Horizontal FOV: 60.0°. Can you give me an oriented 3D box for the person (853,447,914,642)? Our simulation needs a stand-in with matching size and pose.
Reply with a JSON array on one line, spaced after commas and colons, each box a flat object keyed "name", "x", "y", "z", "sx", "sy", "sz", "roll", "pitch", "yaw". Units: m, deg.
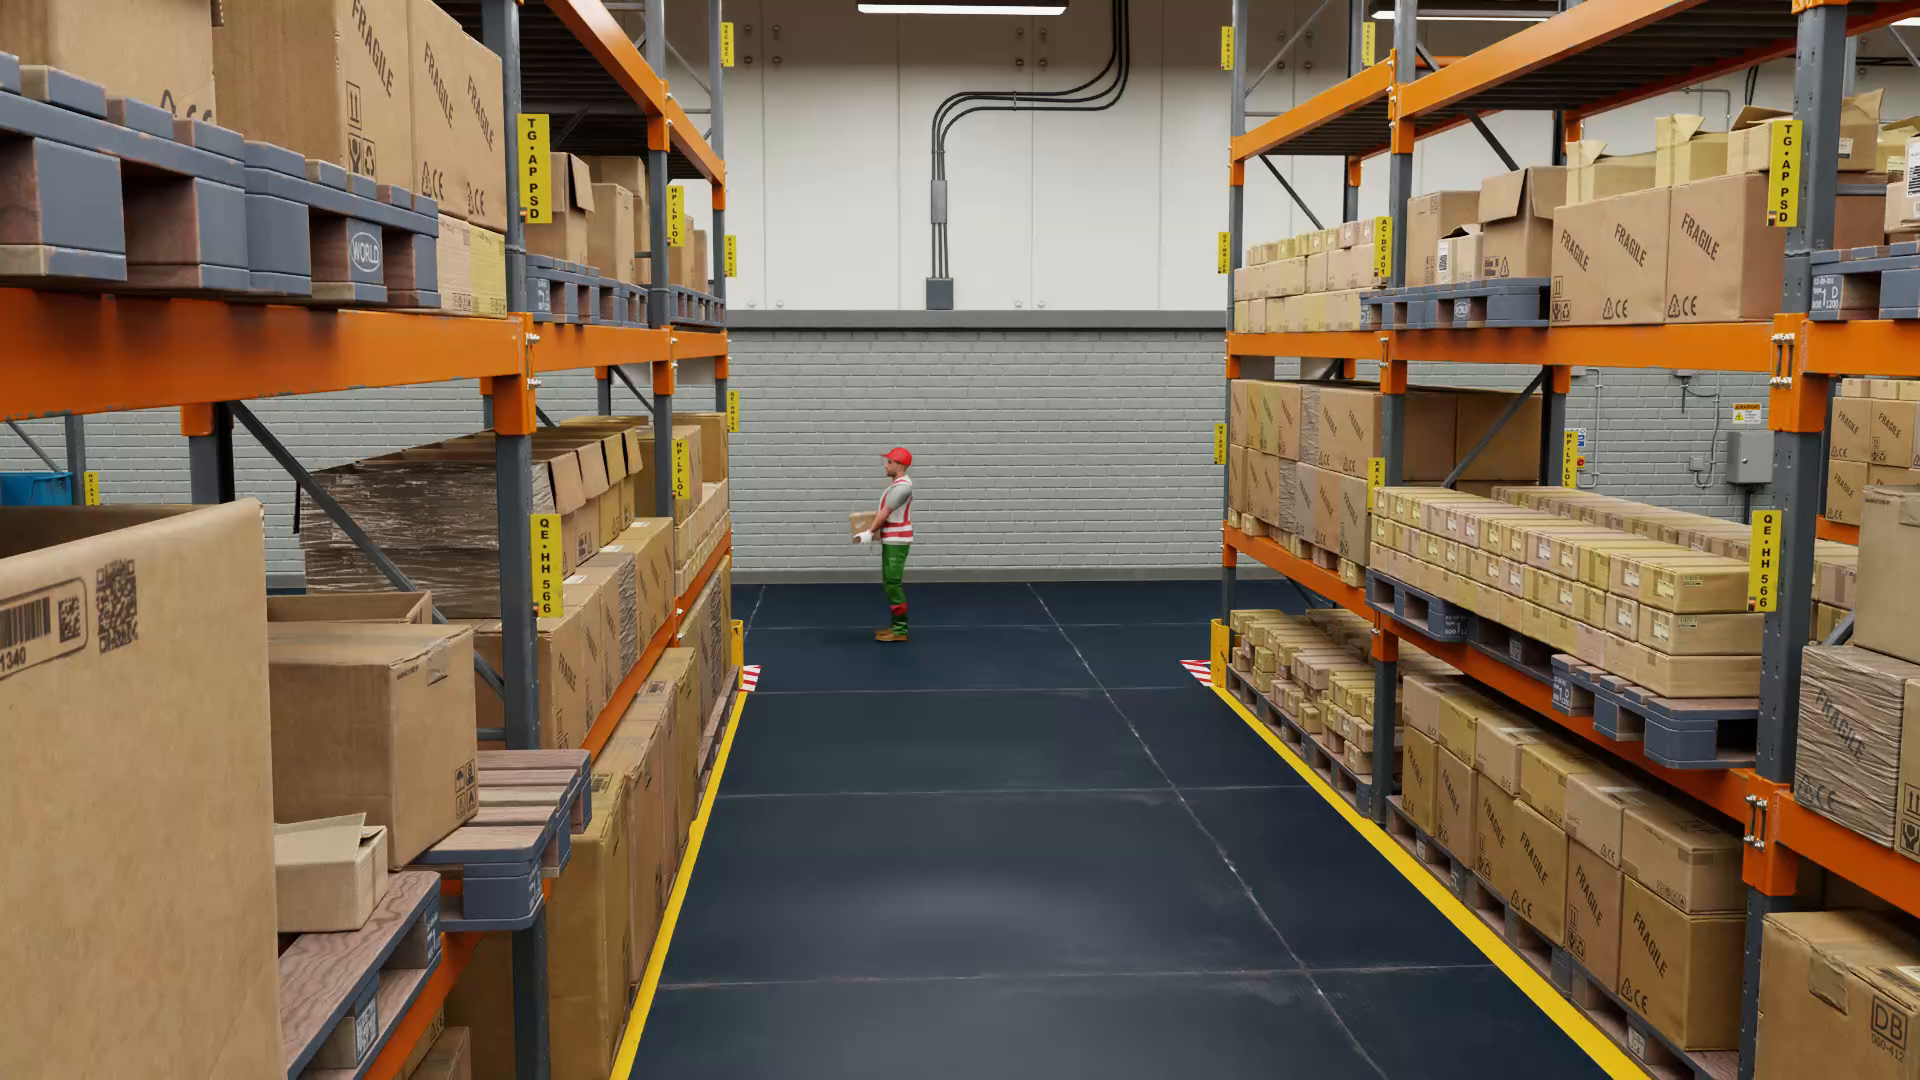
[{"name": "person", "x": -0.705, "y": 0.037, "z": 15.333, "sx": 0.561, "sy": 1.785, "sz": 0.495, "roll": 0, "pitch": 7, "yaw": -3}]
